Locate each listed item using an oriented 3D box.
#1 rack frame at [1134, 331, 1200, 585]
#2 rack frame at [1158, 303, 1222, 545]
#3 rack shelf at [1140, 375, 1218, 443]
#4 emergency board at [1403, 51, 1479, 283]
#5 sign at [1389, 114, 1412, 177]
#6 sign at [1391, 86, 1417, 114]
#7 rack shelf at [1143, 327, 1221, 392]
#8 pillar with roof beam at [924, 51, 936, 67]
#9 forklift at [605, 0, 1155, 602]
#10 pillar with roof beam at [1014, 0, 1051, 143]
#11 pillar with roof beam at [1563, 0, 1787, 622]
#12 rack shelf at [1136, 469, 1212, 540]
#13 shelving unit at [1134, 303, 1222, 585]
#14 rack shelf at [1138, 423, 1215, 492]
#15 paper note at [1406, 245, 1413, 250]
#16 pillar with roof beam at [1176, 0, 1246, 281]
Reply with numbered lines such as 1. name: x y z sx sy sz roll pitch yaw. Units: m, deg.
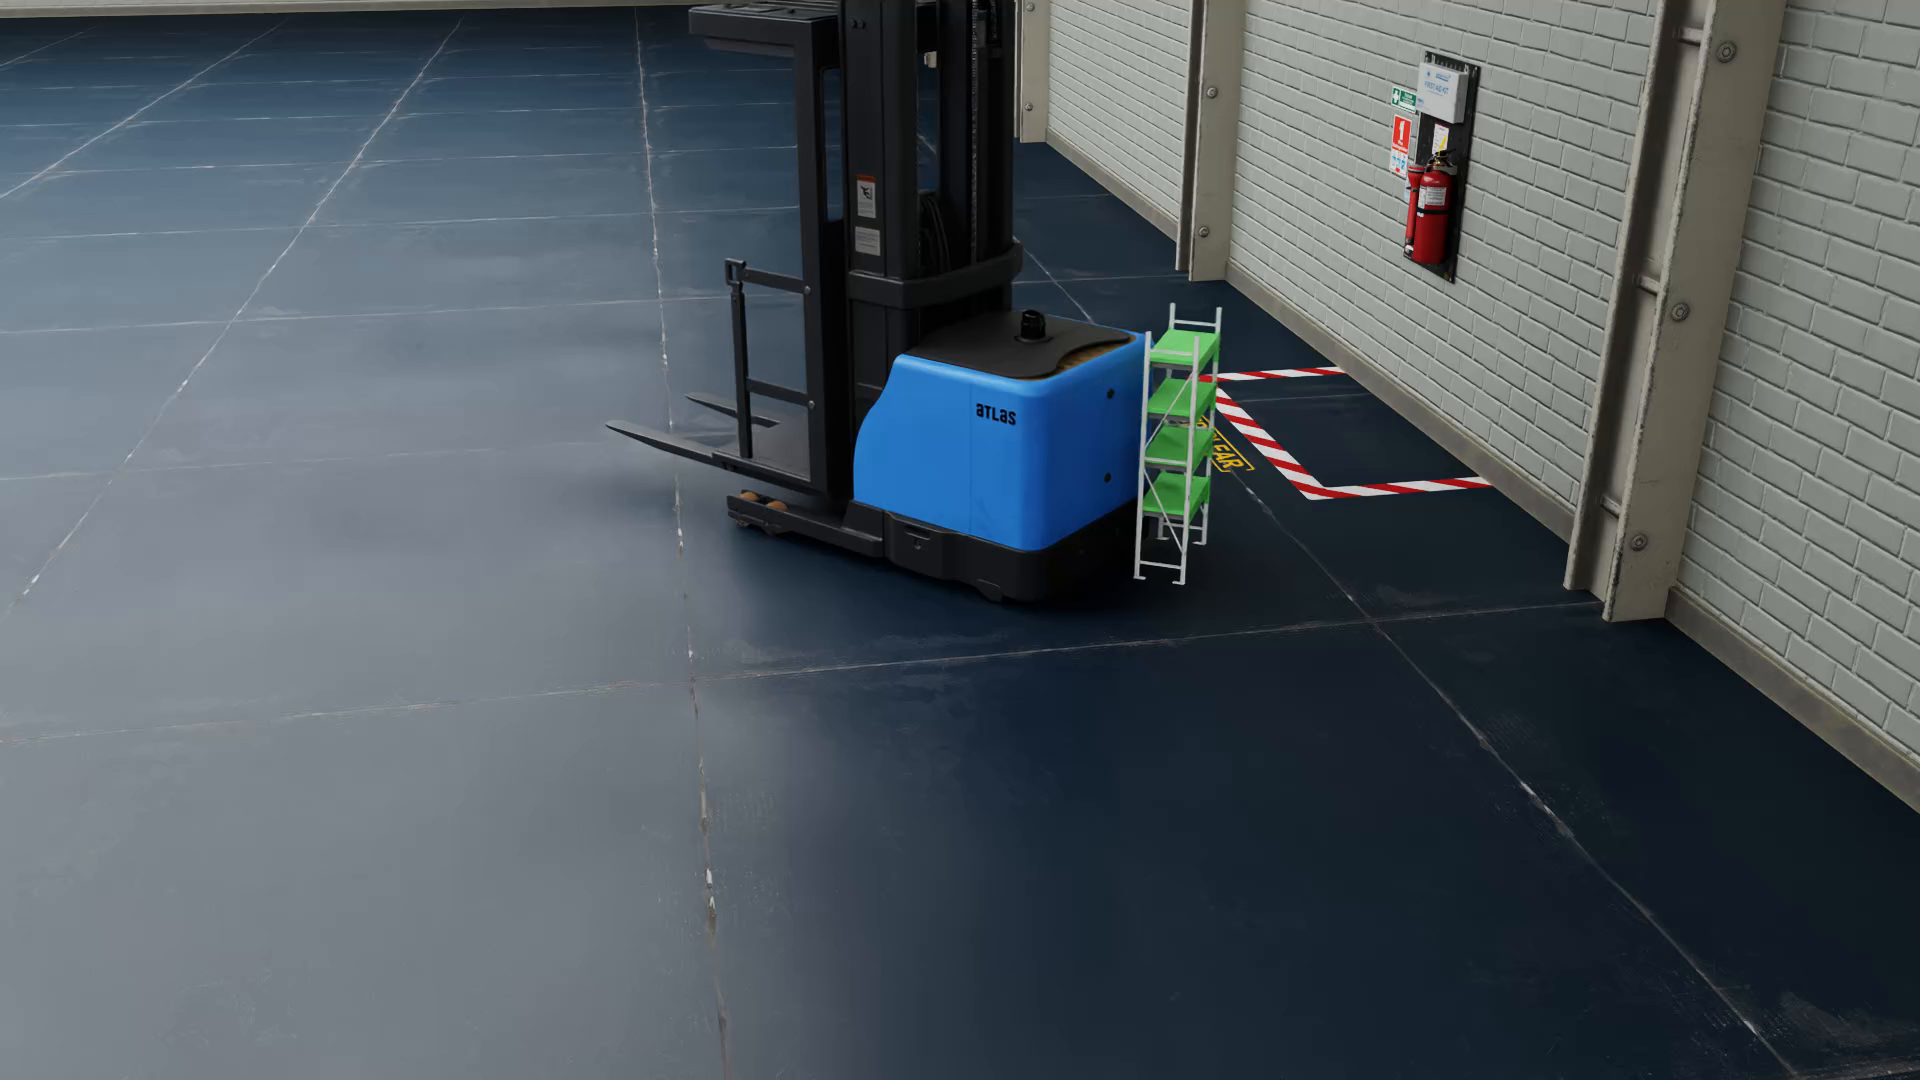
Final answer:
1. rack frame: 0.938 -0.358 7.569 0.240 1.200 0.015 8 25 18
2. rack frame: 1.099 -0.542 7.991 0.240 1.200 0.015 8 25 18
3. rack shelf: 1.019 -0.611 7.709 0.258 0.148 0.480 8 25 18
4. emergency board: 2.584 -2.073 9.249 0.194 1.169 0.643 -4 24 -10
5. sign: 2.583 -2.314 9.757 0.001 0.329 0.234 -4 24 -10
6. sign: 2.575 -2.555 9.645 0.001 0.109 0.331 -4 24 -10
7. rack shelf: 1.019 -0.831 7.613 0.258 0.148 0.480 8 25 18
8. pillar with roof beam: -4.556 -10.609 21.297 9.100 9.000 0.400 -4 24 -10
9. forklift: -0.554 -1.519 8.067 3.031 2.935 1.130 17 29 34
10. pillar with roof beam: -3.446 -8.249 15.894 9.100 9.000 0.400 -4 24 -10
11. pillar with roof beam: -1.227 -3.529 5.086 9.100 9.000 0.400 -4 24 -10
12. rack shelf: 1.018 -0.171 7.902 0.258 0.148 0.480 8 25 18
13. shelving unit: 1.019 -0.450 7.780 0.258 1.200 0.503 8 25 18
14. rack shelf: 1.019 -0.391 7.806 0.258 0.148 0.480 8 25 18
15. paper note: 2.619 -1.744 9.596 0.016 0.148 0.142 -4 24 -10
16. pillar with roof beam: -2.337 -5.889 10.490 9.100 9.000 0.400 -4 24 -10
